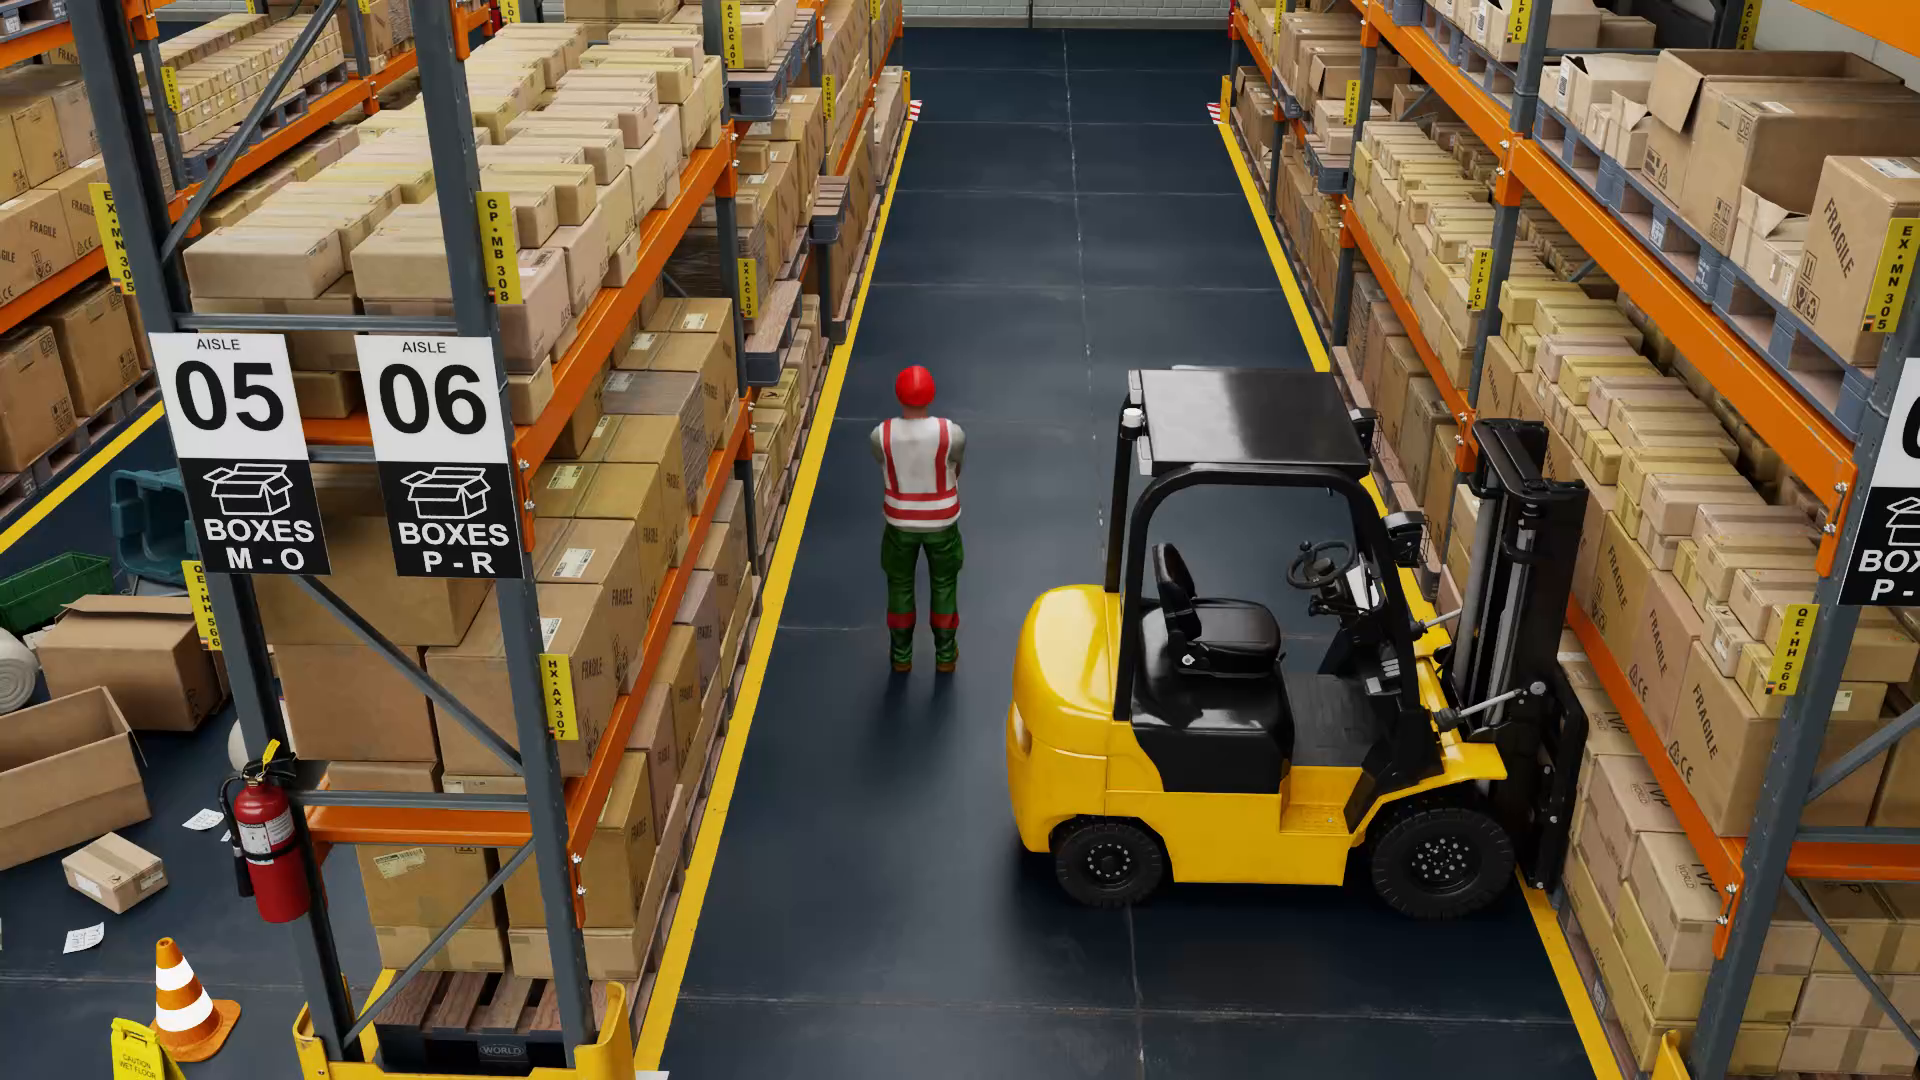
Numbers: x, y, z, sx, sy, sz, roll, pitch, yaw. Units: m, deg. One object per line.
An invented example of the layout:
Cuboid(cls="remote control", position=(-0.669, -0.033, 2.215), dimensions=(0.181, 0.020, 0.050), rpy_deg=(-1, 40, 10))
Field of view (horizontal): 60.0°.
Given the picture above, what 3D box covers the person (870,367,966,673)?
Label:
Cuboid(cls="person", position=(-0.214, -0.153, 8.893), dimensions=(0.494, 1.782, 0.570), rpy_deg=(1, 28, 1))
